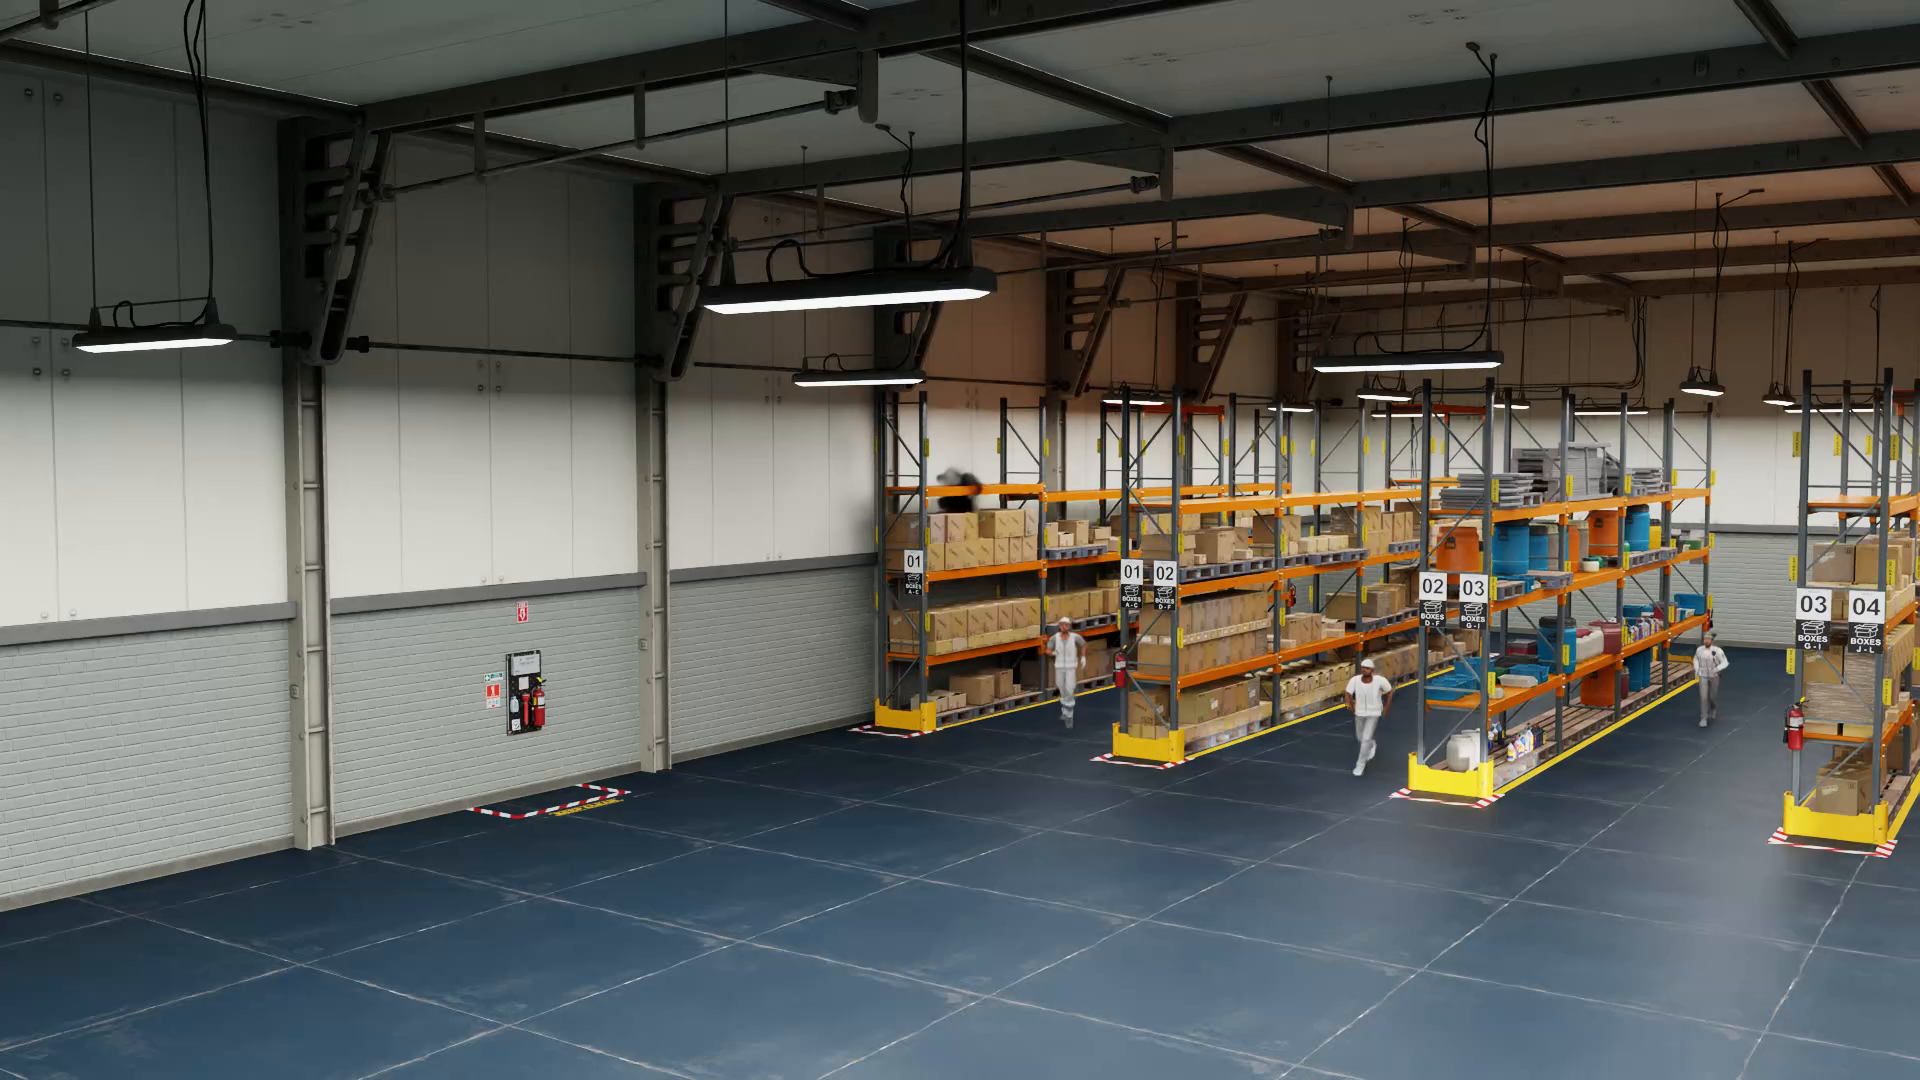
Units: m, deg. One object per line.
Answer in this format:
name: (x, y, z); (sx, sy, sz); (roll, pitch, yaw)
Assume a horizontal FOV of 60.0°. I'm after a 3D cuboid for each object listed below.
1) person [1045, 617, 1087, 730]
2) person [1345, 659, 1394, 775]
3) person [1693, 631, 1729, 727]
person: (1.795, 2.268, 28.460); (0.665, 1.906, 0.752); (1, 3, 16)
person: (6.312, 2.704, 25.748); (0.726, 1.755, 0.960); (2, 4, 30)
person: (13.485, 2.476, 29.899); (0.610, 1.688, 0.860); (2, 4, 34)
